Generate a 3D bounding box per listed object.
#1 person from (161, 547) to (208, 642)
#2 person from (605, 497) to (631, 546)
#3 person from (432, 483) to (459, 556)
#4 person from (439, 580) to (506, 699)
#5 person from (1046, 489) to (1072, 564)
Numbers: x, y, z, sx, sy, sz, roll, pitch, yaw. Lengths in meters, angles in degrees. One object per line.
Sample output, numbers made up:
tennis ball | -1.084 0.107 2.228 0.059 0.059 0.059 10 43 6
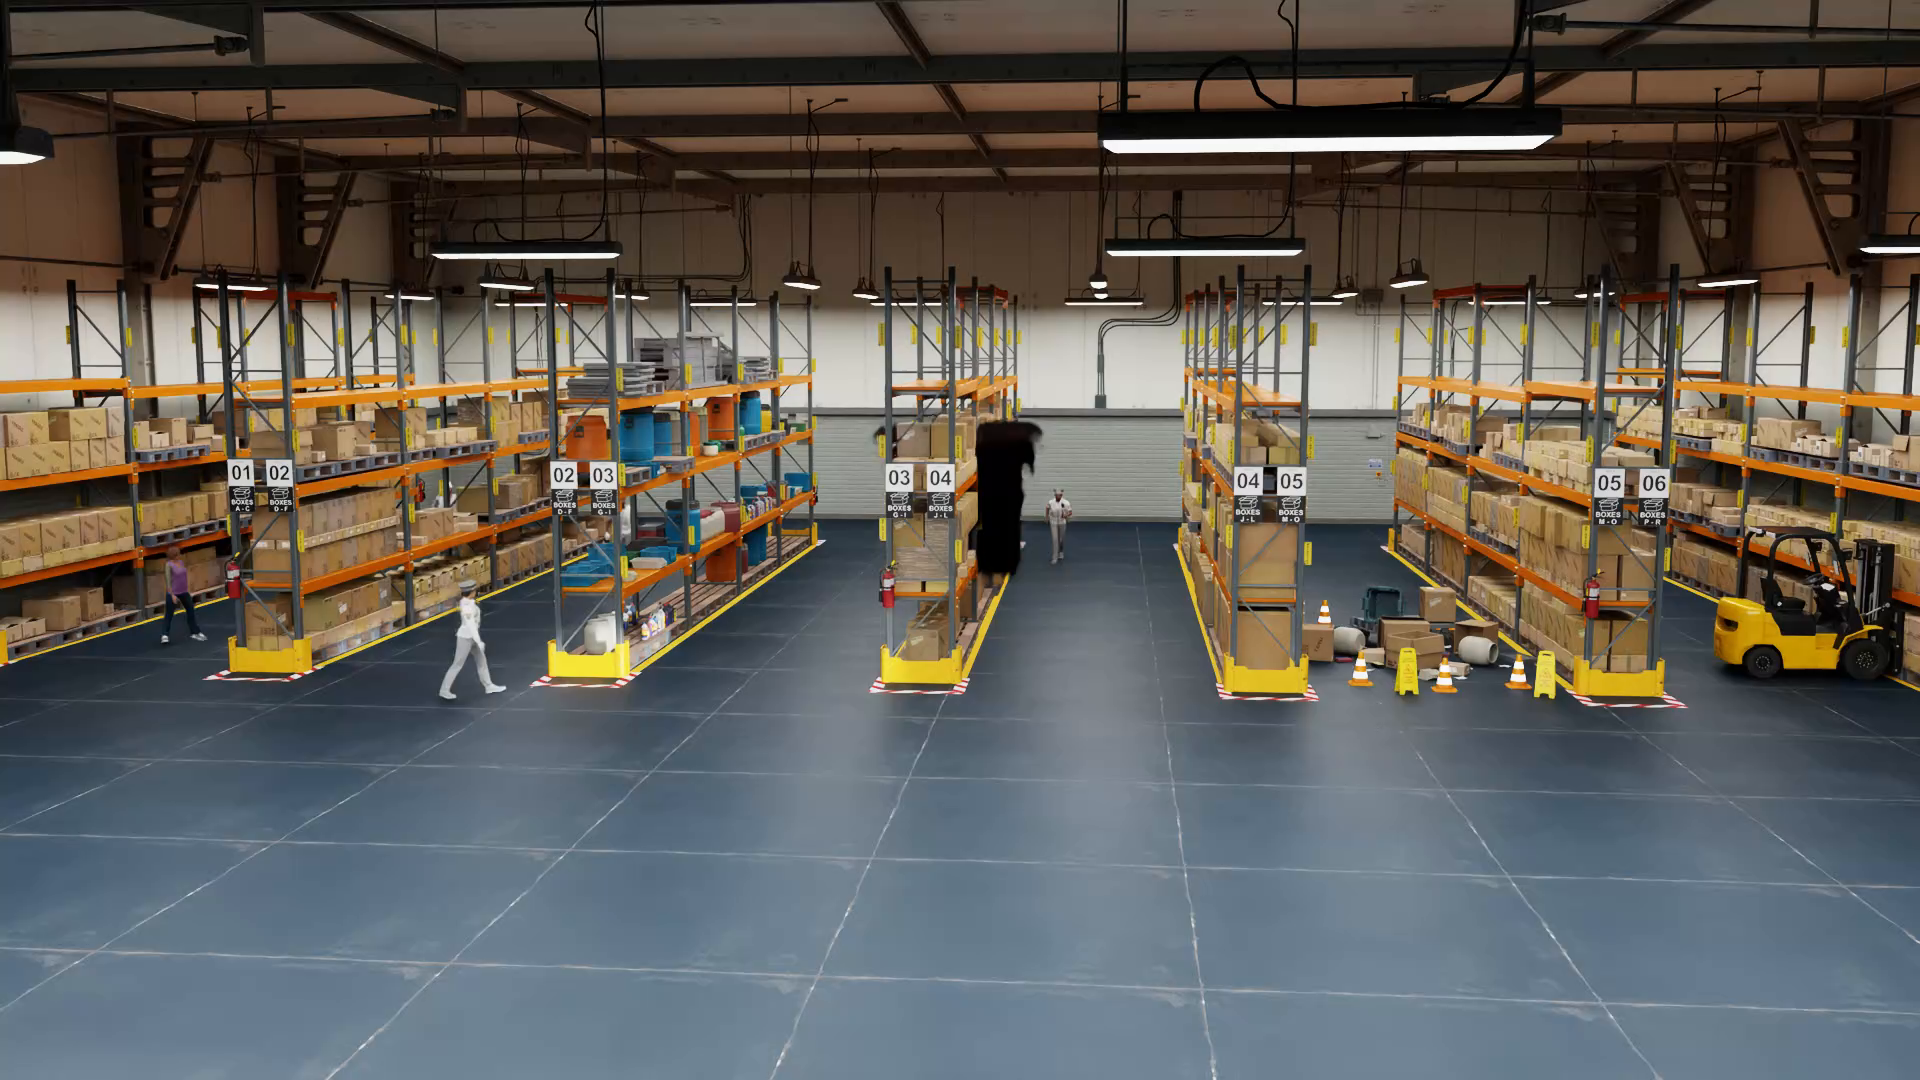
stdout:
person | -12.878 0.889 27.434 0.561 1.597 0.583 4 8 28
person | -7.174 -0.130 35.141 0.713 1.737 1.049 0 7 2
person | -11.715 -0.457 37.974 0.711 1.752 0.992 1 7 5
person | -6.831 1.373 23.198 0.863 1.633 0.552 -1 7 -7
person | 2.201 -0.344 37.038 0.604 1.634 1.028 1 7 6
